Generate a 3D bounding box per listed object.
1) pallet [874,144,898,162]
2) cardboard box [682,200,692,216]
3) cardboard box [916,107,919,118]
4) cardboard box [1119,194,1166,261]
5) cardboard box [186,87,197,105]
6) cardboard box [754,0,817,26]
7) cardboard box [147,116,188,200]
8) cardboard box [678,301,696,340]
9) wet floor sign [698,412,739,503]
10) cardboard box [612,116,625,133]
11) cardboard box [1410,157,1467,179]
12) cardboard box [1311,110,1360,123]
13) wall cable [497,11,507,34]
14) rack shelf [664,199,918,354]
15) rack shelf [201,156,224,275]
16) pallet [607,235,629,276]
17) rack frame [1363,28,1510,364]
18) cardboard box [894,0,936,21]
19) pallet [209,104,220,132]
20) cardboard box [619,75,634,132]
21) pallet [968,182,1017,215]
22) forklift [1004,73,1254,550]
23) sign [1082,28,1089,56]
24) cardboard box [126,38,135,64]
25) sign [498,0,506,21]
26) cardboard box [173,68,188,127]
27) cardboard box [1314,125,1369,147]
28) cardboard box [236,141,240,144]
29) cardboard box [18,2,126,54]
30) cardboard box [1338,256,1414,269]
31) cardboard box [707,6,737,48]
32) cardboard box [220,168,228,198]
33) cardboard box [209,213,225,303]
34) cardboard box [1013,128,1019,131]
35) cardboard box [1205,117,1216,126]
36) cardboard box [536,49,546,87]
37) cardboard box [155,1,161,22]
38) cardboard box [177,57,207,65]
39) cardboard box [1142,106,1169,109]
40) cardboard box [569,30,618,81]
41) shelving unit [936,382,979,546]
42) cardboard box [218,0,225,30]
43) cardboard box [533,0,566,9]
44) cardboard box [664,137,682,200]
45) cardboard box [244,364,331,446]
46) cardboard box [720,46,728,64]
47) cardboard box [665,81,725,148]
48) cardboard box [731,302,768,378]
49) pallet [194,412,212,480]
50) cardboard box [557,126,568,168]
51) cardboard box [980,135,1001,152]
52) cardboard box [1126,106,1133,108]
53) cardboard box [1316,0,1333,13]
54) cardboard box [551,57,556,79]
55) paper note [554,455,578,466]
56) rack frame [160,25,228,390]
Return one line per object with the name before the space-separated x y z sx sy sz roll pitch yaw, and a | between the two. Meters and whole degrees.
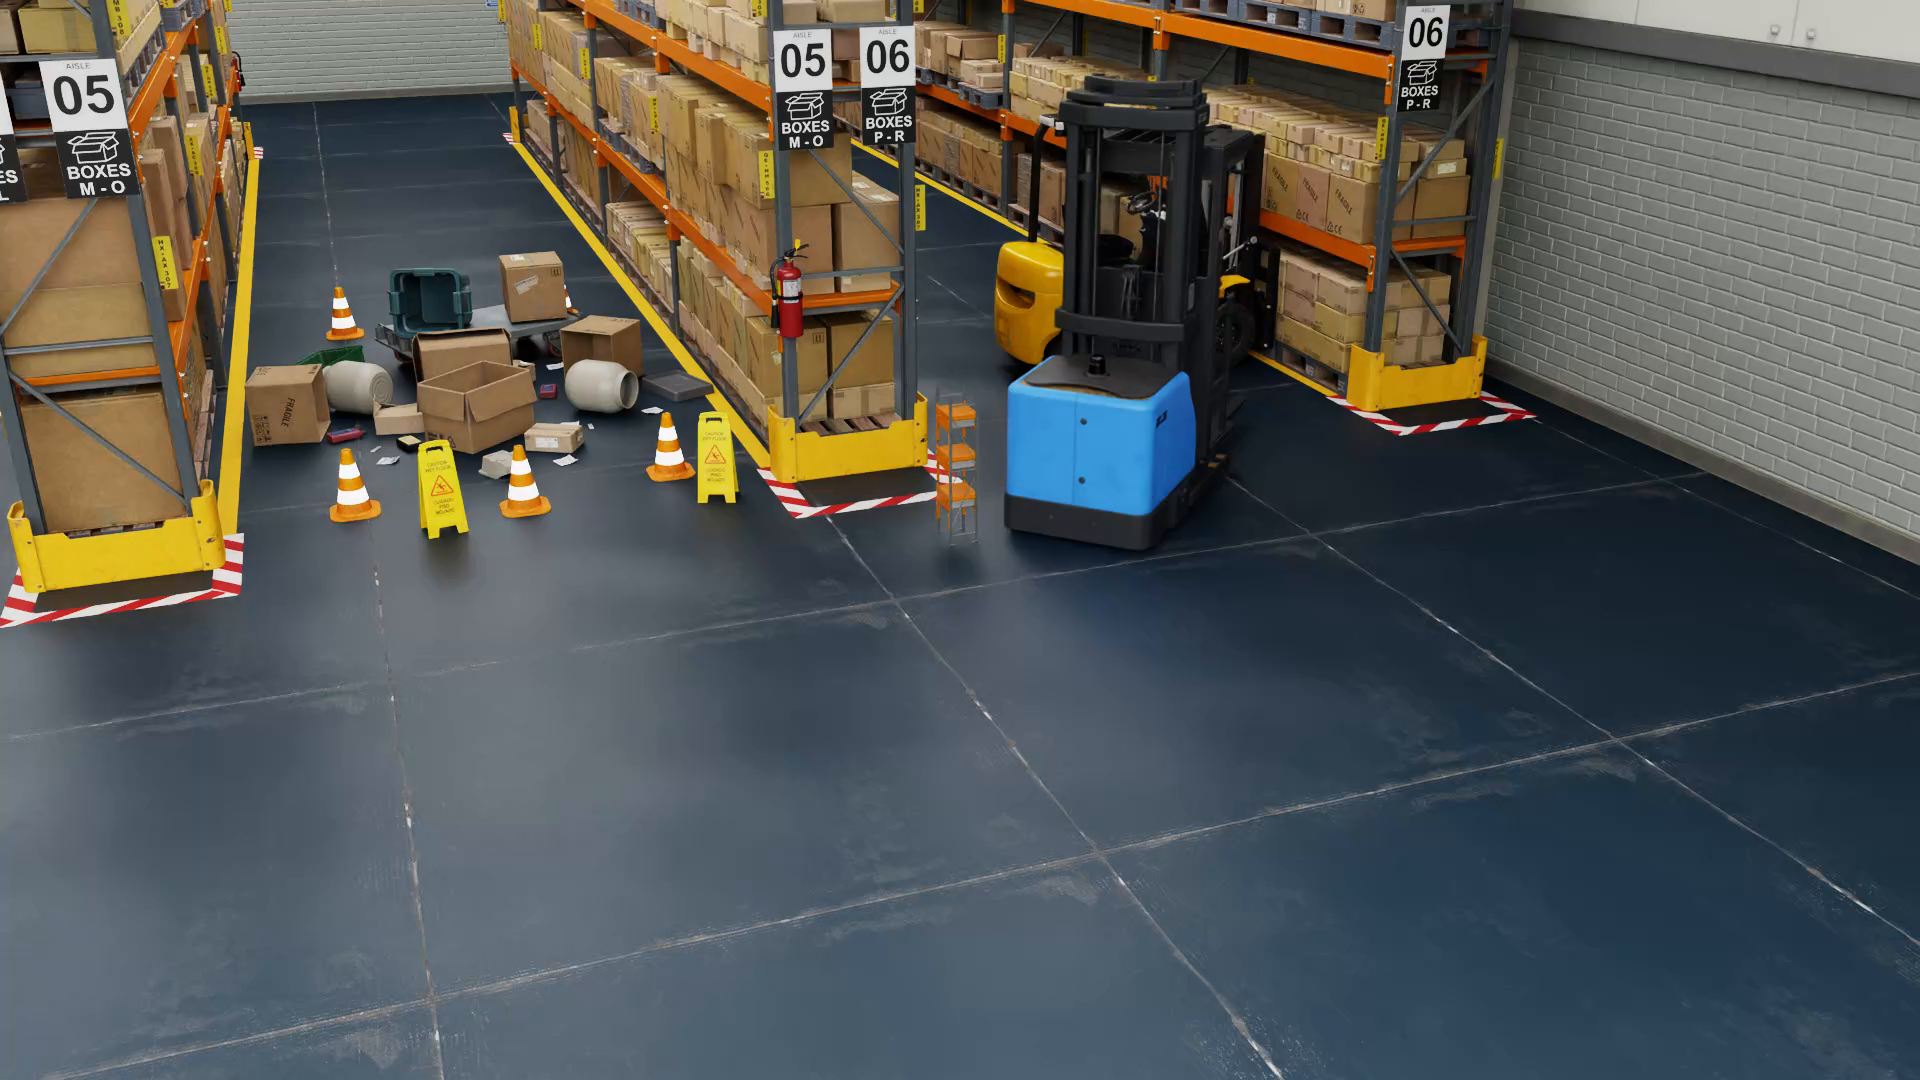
pallet | -0.644 -5.915 25.012 1.003 0.211 1.213 -8 24 -19
cardboard box | -2.270 -3.002 14.834 0.380 0.149 0.250 -8 24 -17
cardboard box | -0.525 -6.124 23.760 0.380 0.149 0.250 -7 24 -16
cardboard box | 2.229 -3.331 17.807 0.875 0.625 0.625 -7 24 -17
cardboard box | -8.210 -4.646 17.429 0.380 0.149 0.250 -8 24 -19
cardboard box | -1.201 -3.624 11.420 0.380 0.149 0.250 -8 24 -18
cardboard box | -6.413 -2.889 12.659 0.875 0.550 0.550 -8 24 -19
cardboard box | -2.263 -2.036 15.218 0.500 0.250 0.500 -10 25 -21
wet floor sign | -1.739 -0.607 11.859 0.267 0.644 0.232 0 23 -1
cardboard box | -3.491 -4.433 17.687 0.380 0.149 0.250 -8 24 -19
cardboard box | 3.960 -3.094 13.764 0.380 0.149 0.250 -9 24 -20
cardboard box | 3.398 -3.789 15.031 0.380 0.149 0.250 -8 24 -19
wall cable | -8.472 -10.249 30.357 0.585 1.953 0.123 -8 24 -19
rack shelf | -1.512 -2.303 13.777 1.077 0.370 4.000 -8 24 -19
rack shelf | -7.520 -3.040 15.527 1.077 0.370 4.000 -8 24 -19
pallet | -3.357 -3.245 18.678 1.003 0.211 1.213 -8 24 -19
rack frame | 3.837 -2.590 13.533 1.000 3.000 0.127 -8 24 -19
cardboard box | -0.680 -7.941 25.074 0.500 0.500 0.500 -9 24 -20
pallet | -8.964 -4.724 18.842 1.003 0.211 1.213 -8 24 -19
cardboard box | -3.135 -4.432 16.852 0.500 0.500 0.500 -9 25 -21
pallet | 0.782 -4.488 21.627 1.003 0.211 1.213 -8 24 -19
forklift | 1.371 -1.822 11.800 1.130 2.935 3.031 10 25 23
sign | 1.529 -6.108 20.388 0.100 0.325 0.005 -8 24 -19
cardboard box | -5.401 -3.050 10.416 0.380 0.149 0.250 -8 24 -19
sign | -6.979 -8.083 25.348 0.100 0.325 0.005 -8 24 -19
cardboard box | -7.898 -4.257 16.072 0.700 0.500 0.500 -9 24 -20
cardboard box | 3.261 -3.451 14.228 0.380 0.149 0.250 -8 24 -19
cardboard box | -10.146 -5.399 22.944 0.380 0.149 0.250 -7 24 -16
cardboard box | -5.331 -3.092 10.002 0.500 0.250 0.500 -8 24 -19
cardboard box | 3.664 -2.359 14.696 0.500 0.250 0.500 -8 24 -19
cardboard box | -1.603 -3.877 12.535 0.500 0.250 0.500 -8 24 -18
cardboard box | -8.423 -3.954 18.480 0.500 0.250 0.500 -9 24 -20
cardboard box | -7.784 -2.704 16.160 1.050 0.750 0.750 -8 24 -18
cardboard box | 0.877 -5.361 21.949 0.380 0.149 0.250 -10 25 -21
cardboard box | 2.519 -3.952 15.800 0.380 0.149 0.250 -8 24 -18
cardboard box | -5.448 -6.447 22.556 0.500 0.500 0.500 -8 24 -19
cardboard box | -6.386 -4.063 12.819 0.380 0.149 0.250 -8 24 -19
cardboard box | -9.220 -5.687 19.898 0.380 0.149 0.250 -9 25 -21
cardboard box | 2.095 -4.482 17.058 0.380 0.149 0.250 -7 24 -17
cardboard box | -4.248 -5.658 19.397 0.500 0.500 0.500 -8 24 -18
shelving unit | -0.019 -0.503 11.092 0.215 1.050 0.252 -8 24 -19
cardboard box | -10.287 -7.145 22.541 0.500 0.500 0.500 -7 24 -16
cardboard box | -5.451 -7.142 22.081 0.380 0.149 0.250 -9 24 -20
cardboard box | -2.324 -3.346 14.815 0.500 0.500 0.500 -8 24 -19
cardboard box | -5.305 -1.071 13.144 0.500 0.500 0.500 -4 23 -10
cardboard box | -1.619 -3.734 12.709 0.380 0.149 0.250 -9 24 -20
cardboard box | -2.106 -3.627 14.193 0.700 0.500 0.500 -8 24 -19
cardboard box | -1.520 -1.624 13.275 0.500 0.500 0.500 -7 24 -17
pallet | -6.184 -0.629 12.470 1.003 0.211 1.213 -8 24 -19
cardboard box | -5.166 -5.523 23.251 0.875 0.438 0.875 -9 24 -20
cardboard box | 0.474 -5.077 21.276 0.380 0.149 0.250 -10 25 -22
cardboard box | 2.011 -4.348 17.253 0.500 0.250 0.500 -9 24 -20
cardboard box | 3.170 -4.501 13.709 0.396 0.266 0.258 -8 24 -19
cardboard box | -4.943 -6.045 21.279 0.500 0.250 0.500 -8 24 -18
paper note | -3.002 -0.610 12.657 0.148 0.019 0.142 -18 29 -37
rack frame | -6.814 -2.645 13.663 1.000 3.000 0.127 -8 24 -19
